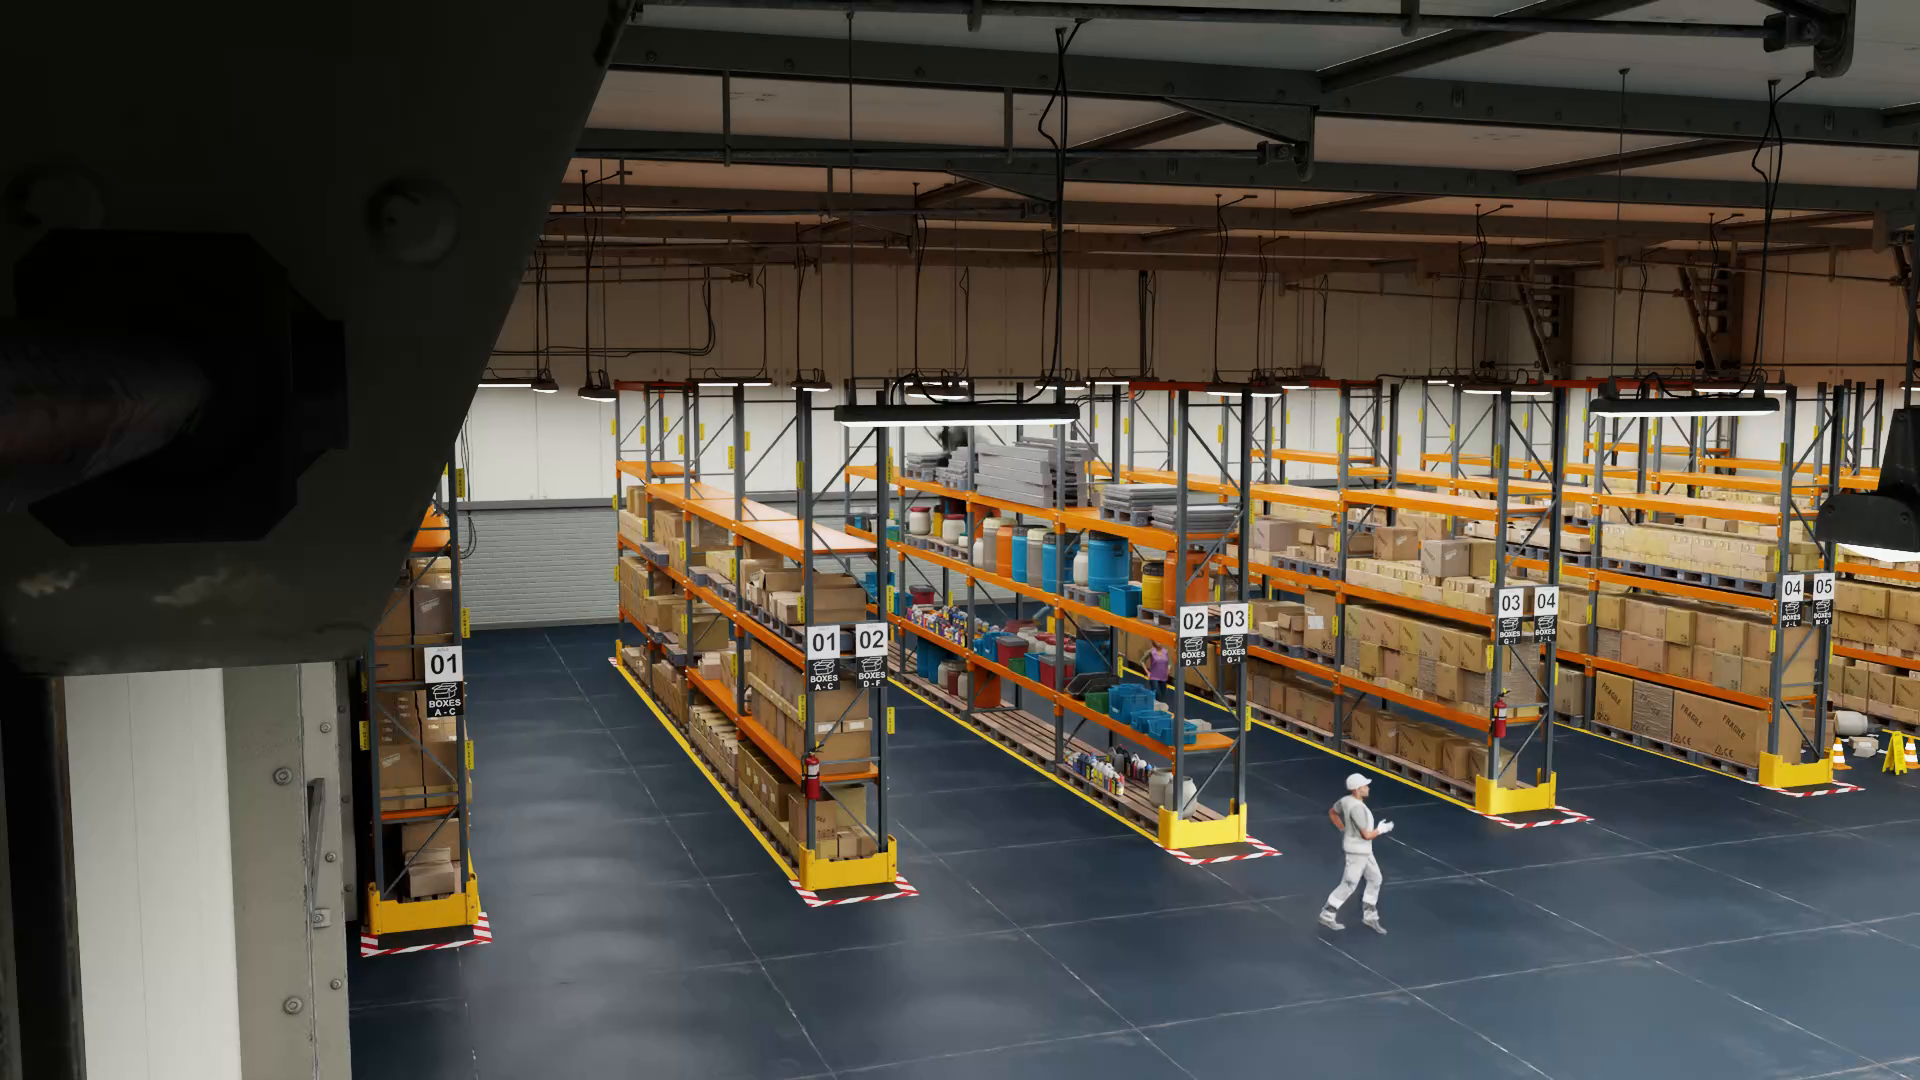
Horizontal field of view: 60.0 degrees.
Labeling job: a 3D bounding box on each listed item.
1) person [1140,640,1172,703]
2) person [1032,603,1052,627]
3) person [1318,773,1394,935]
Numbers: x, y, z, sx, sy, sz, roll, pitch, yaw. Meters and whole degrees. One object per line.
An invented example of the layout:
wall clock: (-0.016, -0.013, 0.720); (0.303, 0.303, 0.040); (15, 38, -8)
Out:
person: (3.448, 2.457, 29.111); (0.541, 1.605, 0.805); (-2, 6, -20)
person: (2.187, 1.234, 39.943); (0.920, 1.773, 0.688); (0, 6, 3)
person: (4.385, 3.489, 18.432); (0.799, 1.845, 0.648); (1, 6, 9)
